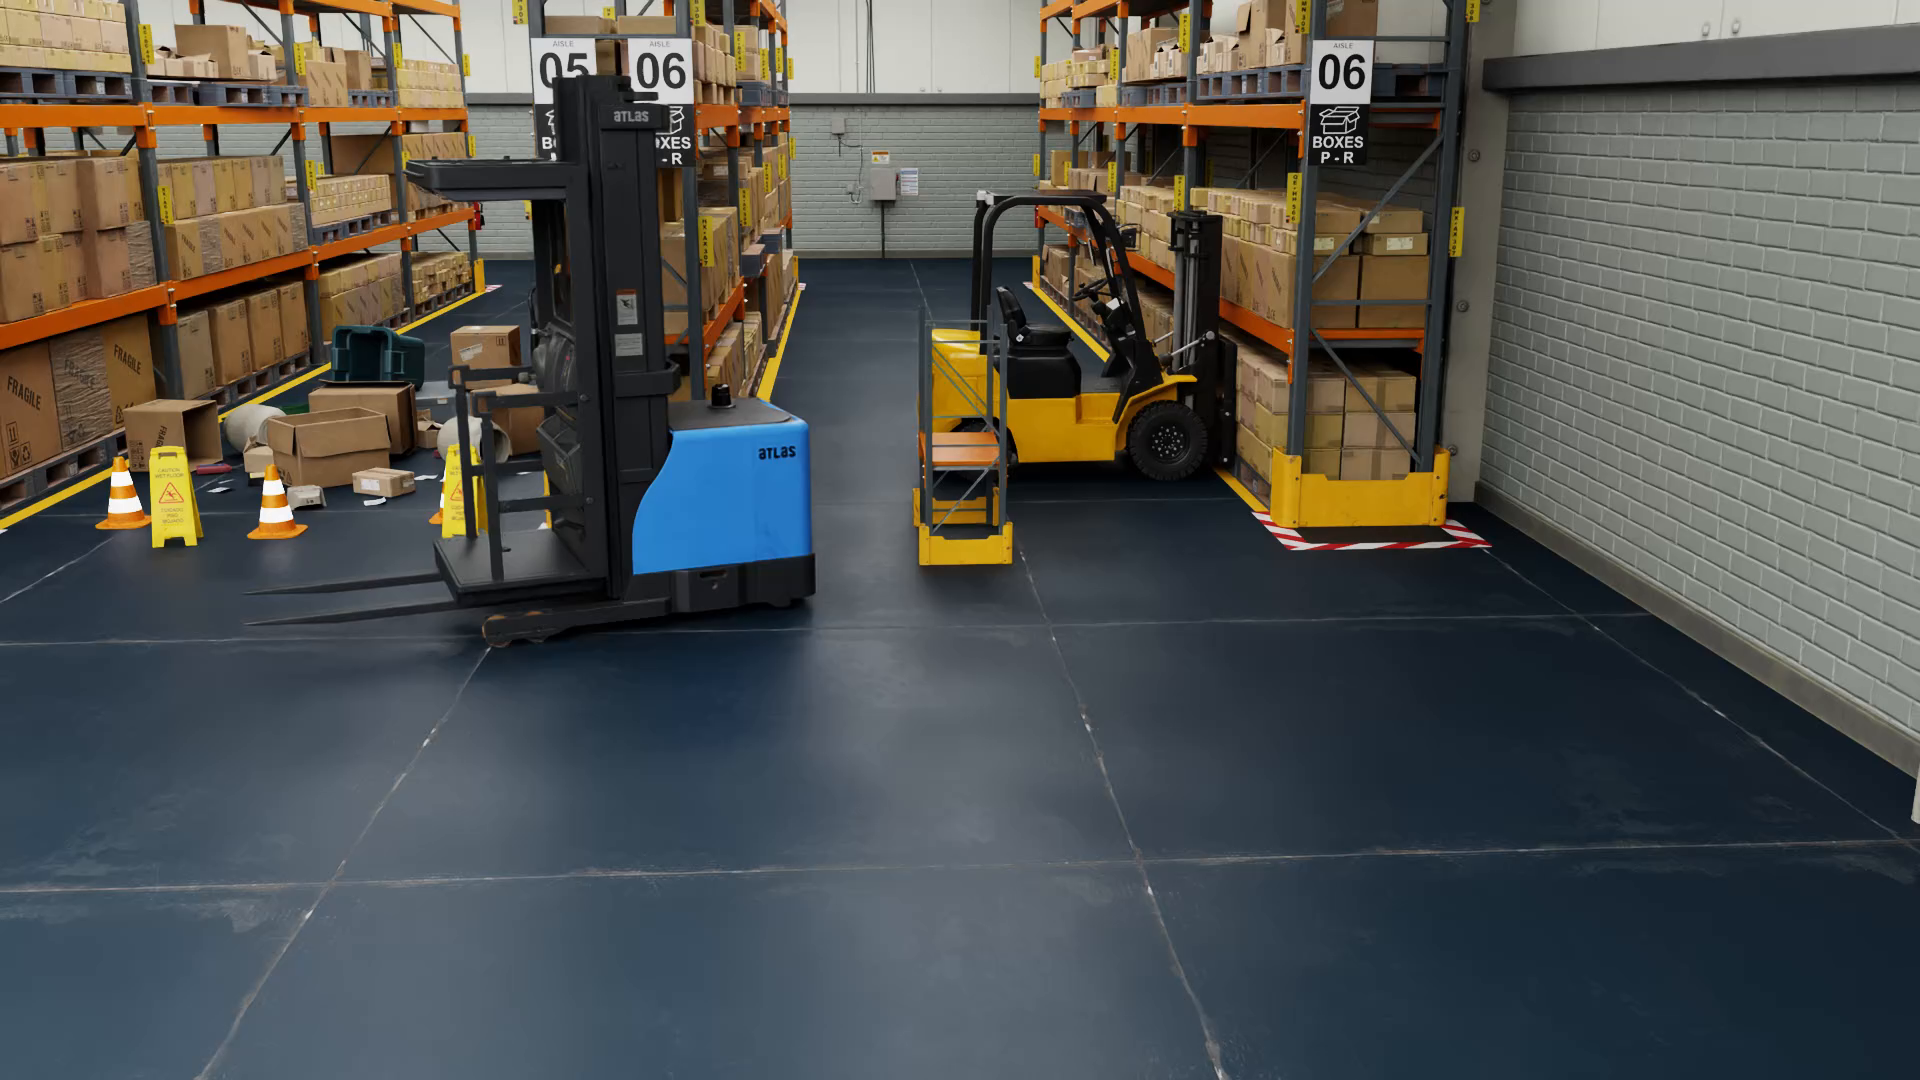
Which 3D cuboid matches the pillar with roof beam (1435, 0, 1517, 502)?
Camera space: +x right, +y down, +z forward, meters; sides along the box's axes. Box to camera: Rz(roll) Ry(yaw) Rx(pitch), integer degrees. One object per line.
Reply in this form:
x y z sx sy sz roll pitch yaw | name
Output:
-0.684 -4.619 10.920 9.100 9.000 0.400 -1 14 -3 | pillar with roof beam

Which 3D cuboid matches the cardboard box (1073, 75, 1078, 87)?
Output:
1.659 -5.889 21.338 0.380 0.149 0.250 -1 14 -3 | cardboard box

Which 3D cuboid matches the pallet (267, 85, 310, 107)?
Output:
-7.535 -4.606 17.266 1.213 0.211 1.003 0 14 -1 | pallet

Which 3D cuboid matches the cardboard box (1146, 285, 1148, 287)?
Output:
2.503 -2.807 20.091 0.500 0.500 0.500 -1 14 -3 | cardboard box

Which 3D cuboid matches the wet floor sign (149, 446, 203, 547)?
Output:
-5.154 -0.297 10.887 0.267 0.644 0.232 -3 15 -13 | wet floor sign

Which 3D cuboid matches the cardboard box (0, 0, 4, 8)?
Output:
-6.913 -3.787 11.567 0.380 0.149 0.250 -1 14 -4 | cardboard box

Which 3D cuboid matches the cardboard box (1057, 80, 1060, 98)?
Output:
1.670 -6.475 23.855 0.500 0.250 0.500 -1 14 -2 | cardboard box

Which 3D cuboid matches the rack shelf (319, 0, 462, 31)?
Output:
-8.000 -7.451 23.378 1.077 0.370 4.000 -1 14 -3 | rack shelf

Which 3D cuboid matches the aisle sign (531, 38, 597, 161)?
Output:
-2.483 -2.755 10.496 0.394 0.787 0.004 -1 14 -3 | aisle sign

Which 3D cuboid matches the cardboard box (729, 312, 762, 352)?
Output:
-2.668 -2.295 18.359 0.950 0.372 0.625 -2 15 -7 | cardboard box

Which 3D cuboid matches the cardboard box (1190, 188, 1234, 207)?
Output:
2.232 -3.011 14.609 0.380 0.149 0.250 -1 14 -2 | cardboard box

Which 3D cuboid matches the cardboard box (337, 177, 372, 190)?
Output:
-7.608 -4.475 20.867 0.380 0.149 0.250 -1 14 -4 | cardboard box

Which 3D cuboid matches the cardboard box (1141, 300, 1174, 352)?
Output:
2.376 -2.151 17.290 0.875 0.625 0.625 -1 15 -6 | cardboard box

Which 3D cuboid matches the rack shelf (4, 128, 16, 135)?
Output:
-12.708 -4.954 19.685 1.077 0.370 4.000 -1 14 -3 | rack shelf

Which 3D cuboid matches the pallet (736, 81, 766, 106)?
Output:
-2.378 -4.027 15.017 1.213 0.211 1.003 -1 14 -3 | pallet

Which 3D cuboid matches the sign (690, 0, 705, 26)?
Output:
-1.656 -3.400 10.448 0.100 0.325 0.005 -1 14 -3 | sign

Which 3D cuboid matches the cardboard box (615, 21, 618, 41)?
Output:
-2.525 -3.440 11.262 0.380 0.149 0.250 -1 14 -4 | cardboard box

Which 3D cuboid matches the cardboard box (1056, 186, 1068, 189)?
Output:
1.674 -5.021 24.224 0.500 0.250 0.500 -1 14 -4 | cardboard box

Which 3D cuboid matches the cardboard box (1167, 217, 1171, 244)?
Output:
2.223 -2.876 15.481 0.500 0.250 0.500 -1 14 -5 | cardboard box

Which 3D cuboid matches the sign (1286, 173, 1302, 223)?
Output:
2.214 -2.264 11.006 0.100 0.325 0.005 -1 14 -3 | sign

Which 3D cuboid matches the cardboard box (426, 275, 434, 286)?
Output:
-7.742 -3.718 23.738 0.380 0.149 0.250 0 14 -1 | cardboard box

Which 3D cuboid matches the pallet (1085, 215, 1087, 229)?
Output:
2.135 -3.974 20.835 1.003 0.211 1.213 -1 14 -3 | pallet

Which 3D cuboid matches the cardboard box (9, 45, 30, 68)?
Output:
-6.928 -3.464 11.912 0.380 0.149 0.250 -1 14 -3 | cardboard box

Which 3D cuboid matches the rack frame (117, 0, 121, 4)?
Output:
-13.080 -8.247 25.021 1.000 3.000 0.127 -1 14 -3 | rack frame

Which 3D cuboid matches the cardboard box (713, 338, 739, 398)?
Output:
-2.075 -1.349 13.420 0.500 0.500 0.500 0 14 0 | cardboard box

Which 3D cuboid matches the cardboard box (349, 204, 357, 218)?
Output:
-7.553 -3.994 20.192 0.380 0.149 0.250 -1 14 -5 | cardboard box

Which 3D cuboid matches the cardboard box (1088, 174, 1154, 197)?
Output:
1.975 -4.239 20.433 0.797 0.503 0.637 -1 14 -5 | cardboard box

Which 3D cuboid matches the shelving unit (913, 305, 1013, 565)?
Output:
0.005 -0.707 10.766 0.587 1.500 1.083 -1 14 -3 | shelving unit

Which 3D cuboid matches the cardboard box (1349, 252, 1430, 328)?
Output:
3.003 -1.769 11.682 0.500 0.500 0.500 0 14 -2 | cardboard box

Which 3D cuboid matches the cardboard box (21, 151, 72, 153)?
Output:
-13.251 -5.400 24.193 0.500 0.500 0.500 -1 14 -5 | cardboard box

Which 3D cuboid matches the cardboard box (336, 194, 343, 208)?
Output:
-7.527 -4.011 19.661 0.380 0.149 0.250 -1 14 -3 | cardboard box

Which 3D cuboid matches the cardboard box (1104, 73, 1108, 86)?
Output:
1.945 -5.561 20.101 0.380 0.149 0.250 0 14 -2 | cardboard box

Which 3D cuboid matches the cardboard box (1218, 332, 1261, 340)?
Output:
2.289 -1.568 13.770 0.500 0.250 0.500 0 14 -2 | cardboard box

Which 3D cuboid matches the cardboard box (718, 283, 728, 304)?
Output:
-2.017 -1.934 13.026 0.380 0.149 0.250 -1 14 -3 | cardboard box

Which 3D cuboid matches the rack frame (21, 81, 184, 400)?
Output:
-7.380 -2.409 14.369 1.000 3.000 0.127 -1 14 -3 | rack frame

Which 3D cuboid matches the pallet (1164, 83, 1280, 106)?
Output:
2.441 -4.167 15.567 0.805 0.209 1.217 -1 15 -6 | pallet

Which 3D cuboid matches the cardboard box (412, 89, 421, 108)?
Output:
-7.681 -6.022 22.694 0.500 0.250 0.500 -1 14 -4 | cardboard box

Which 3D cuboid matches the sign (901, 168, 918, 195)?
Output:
-0.976 -6.906 32.039 0.329 0.494 0.001 -1 14 -3 | sign

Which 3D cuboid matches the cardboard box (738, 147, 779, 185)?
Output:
-2.663 -4.926 21.943 0.500 0.500 0.500 0 14 -2 | cardboard box

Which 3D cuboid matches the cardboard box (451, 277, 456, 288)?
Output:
-7.729 -3.835 24.791 0.380 0.149 0.250 -2 15 -6 | cardboard box

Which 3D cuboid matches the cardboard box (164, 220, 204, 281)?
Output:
-7.144 -2.592 14.881 0.500 0.500 0.500 -1 14 -3 | cardboard box

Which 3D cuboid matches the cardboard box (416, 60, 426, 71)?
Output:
-7.685 -6.618 23.204 0.380 0.149 0.250 0 14 -1 | cardboard box

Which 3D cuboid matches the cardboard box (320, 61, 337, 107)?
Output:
-7.436 -5.175 18.900 0.500 0.500 0.500 -1 14 -3 | cardboard box

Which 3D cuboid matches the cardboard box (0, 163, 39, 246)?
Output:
-7.142 -2.379 11.786 0.875 0.550 0.550 -1 14 -3 | cardboard box

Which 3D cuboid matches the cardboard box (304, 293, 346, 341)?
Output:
-7.417 -2.576 19.194 0.500 0.500 0.500 -2 15 -6 | cardboard box

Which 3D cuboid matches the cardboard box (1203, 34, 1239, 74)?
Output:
2.317 -4.039 13.819 0.500 0.311 0.500 -1 14 -2 | cardboard box

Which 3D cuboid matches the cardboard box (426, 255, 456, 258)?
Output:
-7.784 -4.185 24.958 0.380 0.149 0.250 -1 15 -6 | cardboard box

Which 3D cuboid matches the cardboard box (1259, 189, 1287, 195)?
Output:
2.804 -2.957 14.400 0.380 0.149 0.250 -1 14 -5 | cardboard box

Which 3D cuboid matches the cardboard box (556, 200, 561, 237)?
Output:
-2.447 -2.316 11.204 0.700 0.500 0.500 -1 14 -5 | cardboard box

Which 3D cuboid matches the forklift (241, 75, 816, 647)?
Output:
-2.393 -1.001 9.036 3.031 2.935 1.130 -6 16 -23 | forklift

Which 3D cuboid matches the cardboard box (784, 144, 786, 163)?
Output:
-2.803 -5.534 24.307 0.500 0.500 0.500 -1 14 -4 | cardboard box

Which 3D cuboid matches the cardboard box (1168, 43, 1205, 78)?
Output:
2.220 -4.426 15.323 0.500 0.311 0.500 -1 14 -5 | cardboard box

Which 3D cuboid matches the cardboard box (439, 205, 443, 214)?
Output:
-7.829 -4.873 24.451 0.380 0.149 0.250 -1 15 -6 | cardboard box

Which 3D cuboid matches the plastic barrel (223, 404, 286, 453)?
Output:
-5.779 -0.903 13.686 0.512 0.421 0.421 10 18 35 | plastic barrel

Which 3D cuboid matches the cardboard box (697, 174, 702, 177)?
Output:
-2.761 -3.269 16.073 0.500 0.500 0.500 0 14 -2 | cardboard box
